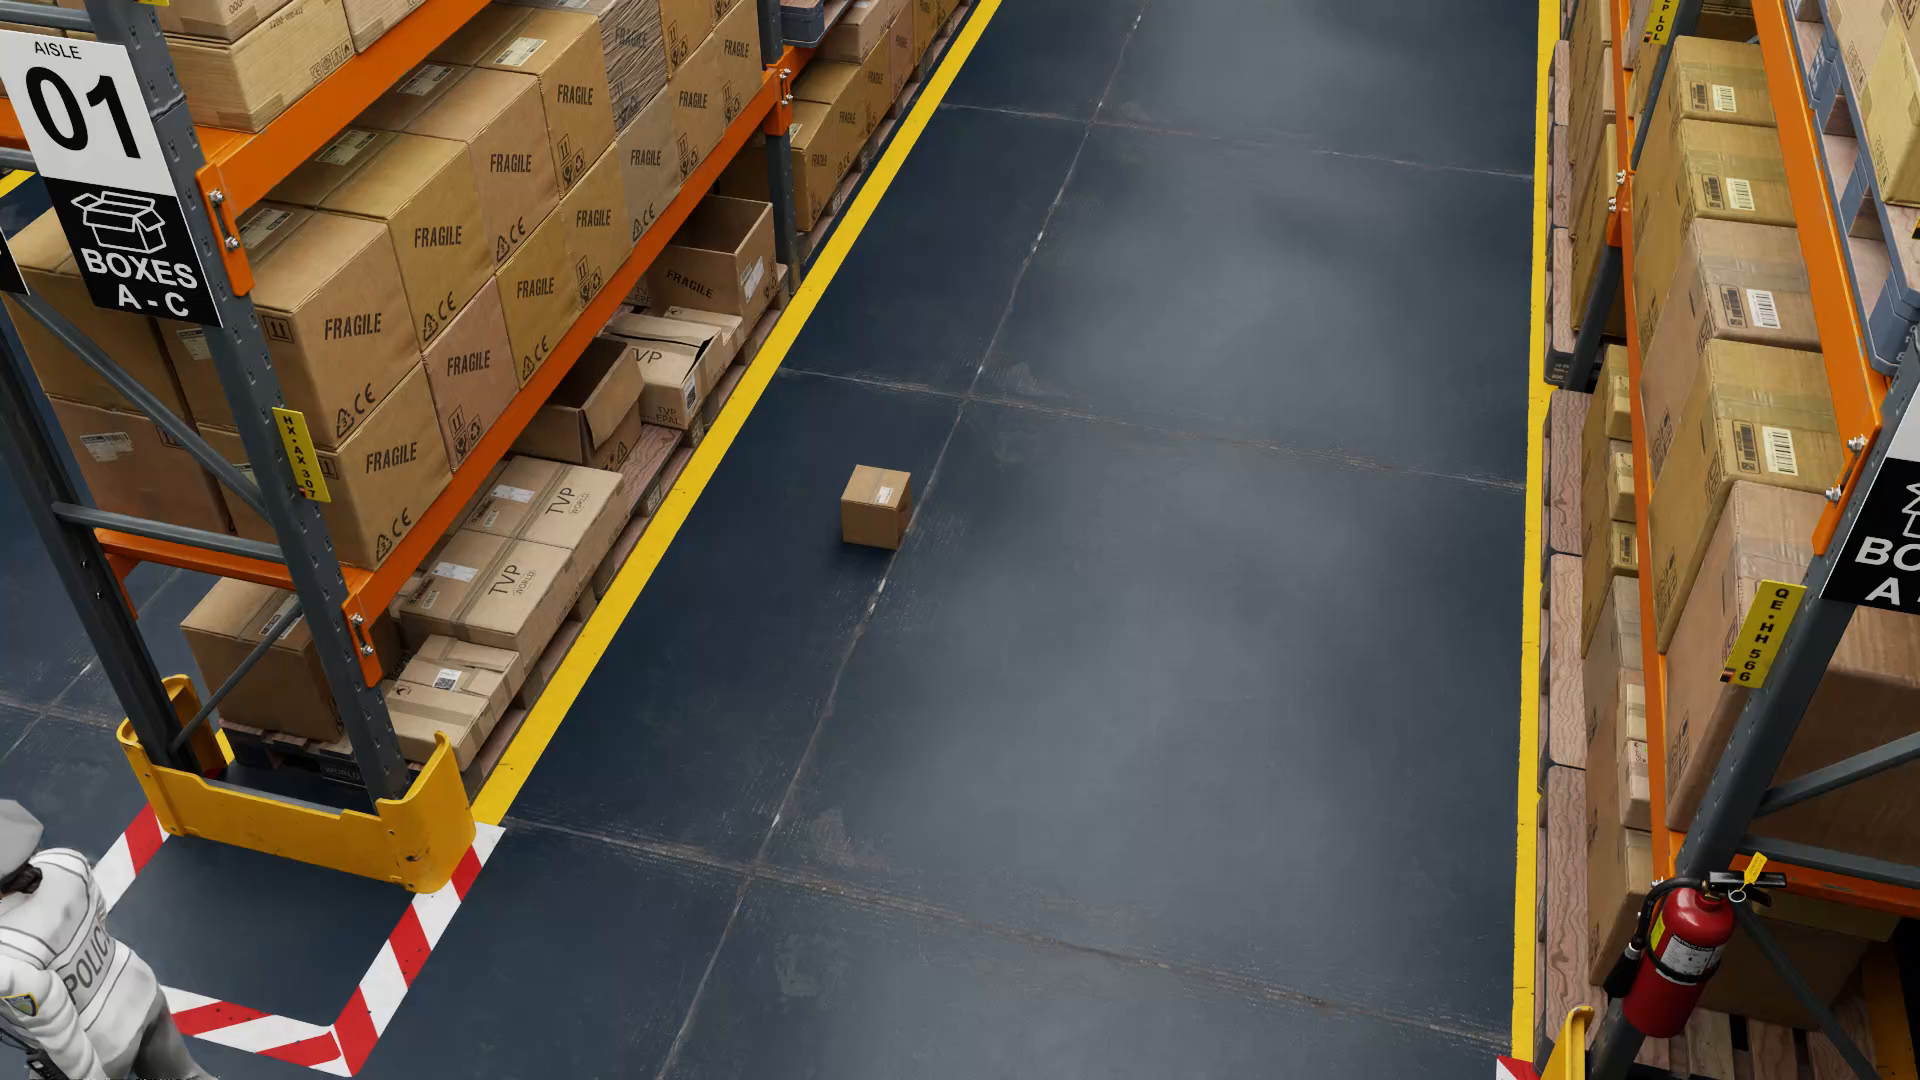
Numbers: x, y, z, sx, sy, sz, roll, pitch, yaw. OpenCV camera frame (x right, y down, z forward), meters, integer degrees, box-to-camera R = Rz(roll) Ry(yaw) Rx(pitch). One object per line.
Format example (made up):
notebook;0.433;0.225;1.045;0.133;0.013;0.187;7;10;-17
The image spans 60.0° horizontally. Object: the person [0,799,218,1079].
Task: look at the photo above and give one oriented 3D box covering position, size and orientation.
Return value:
person;-2.419;1.343;4.622;0.709;1.707;0.509;2;41;3
